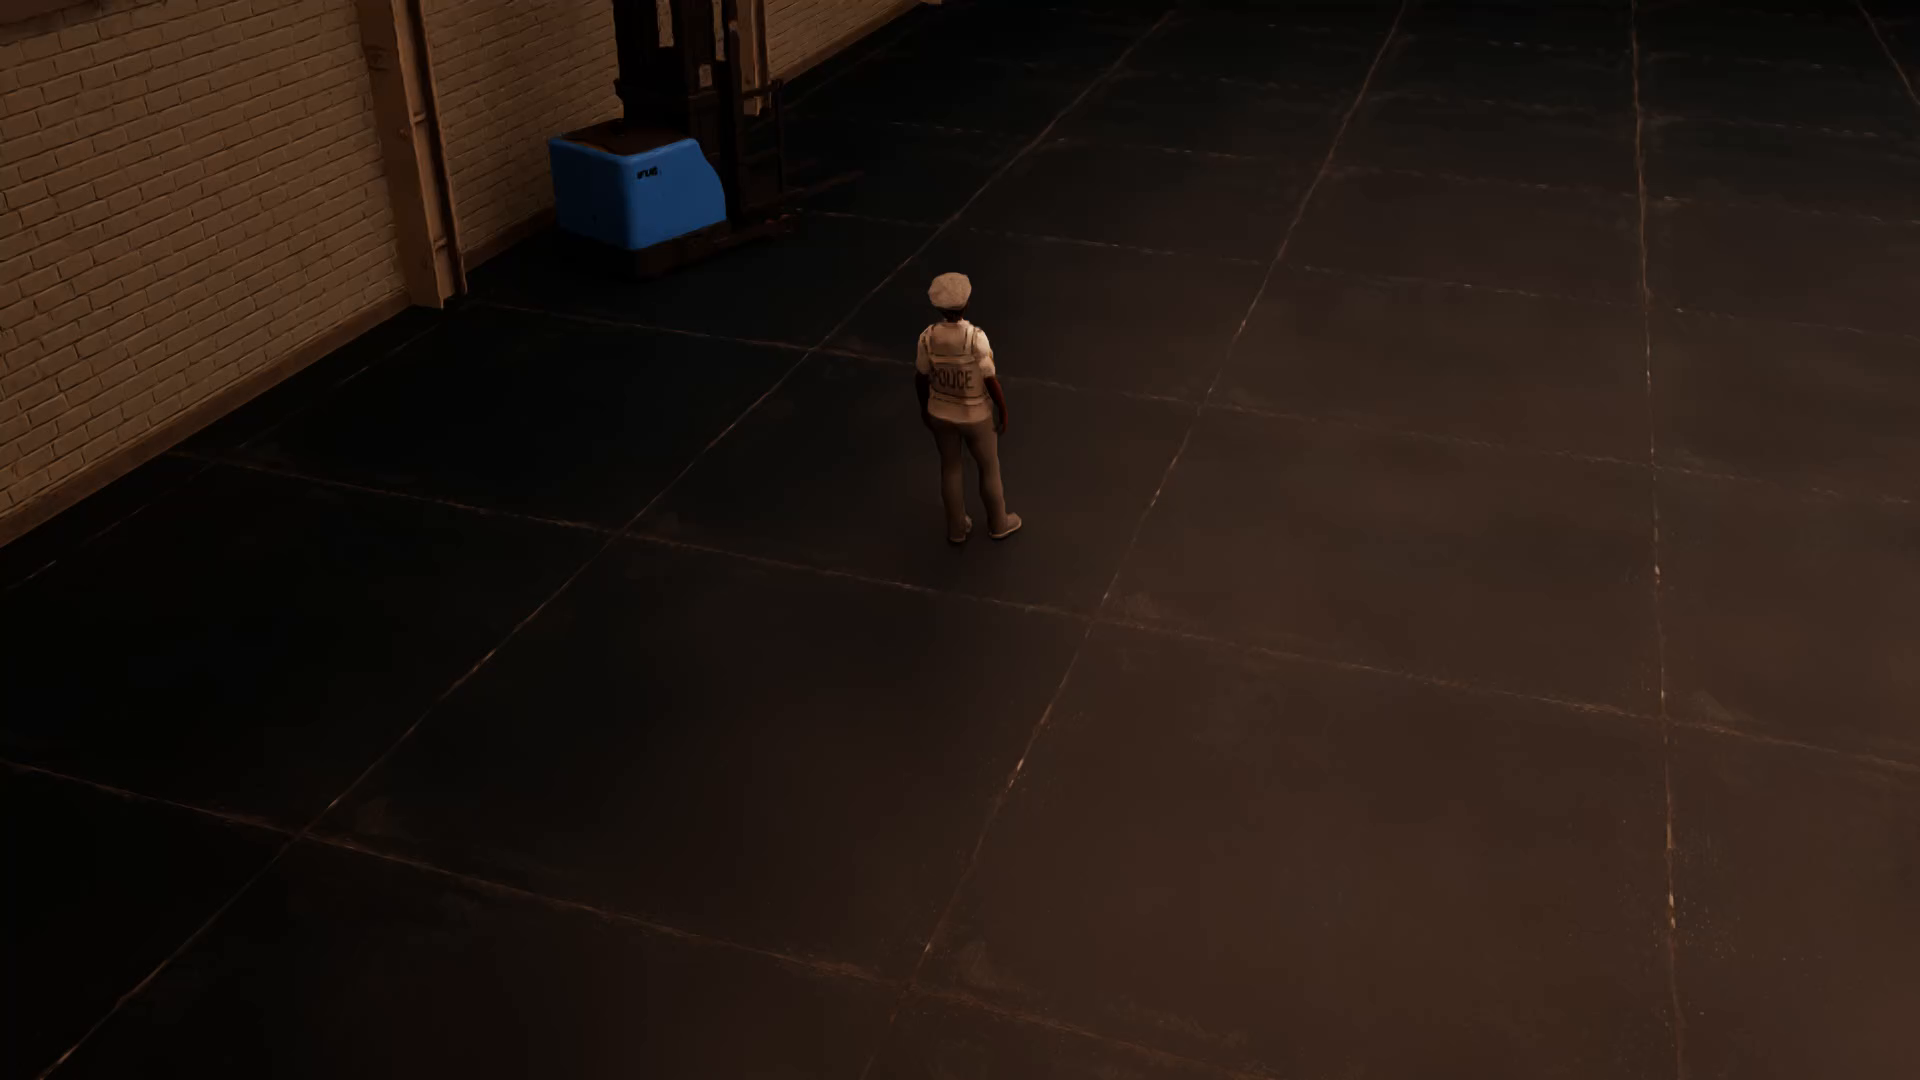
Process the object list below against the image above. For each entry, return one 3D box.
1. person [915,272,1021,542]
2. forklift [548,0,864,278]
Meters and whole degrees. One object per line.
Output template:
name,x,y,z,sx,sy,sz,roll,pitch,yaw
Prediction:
person,0.043,-0.775,9.729,0.570,1.695,0.529,10,31,16
forklift,-2.122,-4.102,14.332,1.130,2.935,3.031,22,36,33
